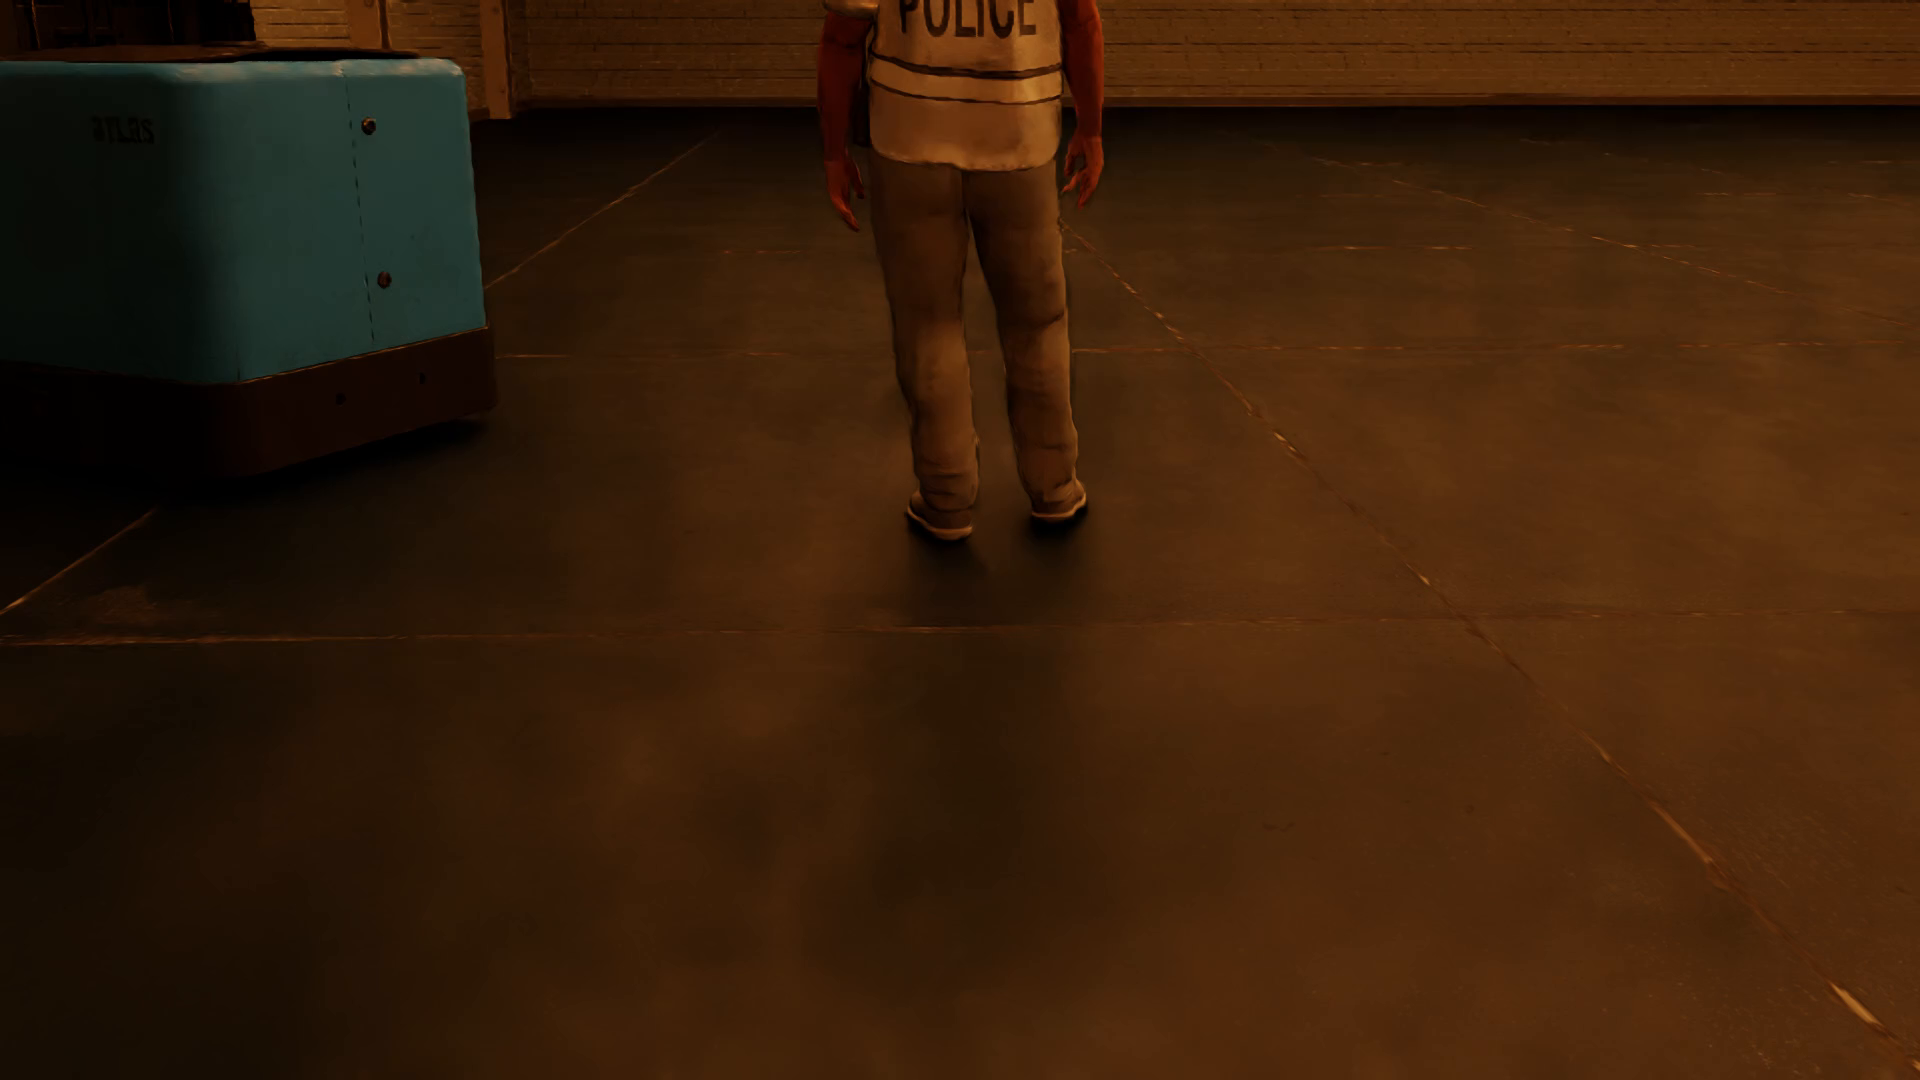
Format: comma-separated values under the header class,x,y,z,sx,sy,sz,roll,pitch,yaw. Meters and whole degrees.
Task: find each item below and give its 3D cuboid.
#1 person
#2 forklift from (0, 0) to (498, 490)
class,x,y,z,sx,sy,sz,roll,pitch,yaw
person,0.008,-0.882,3.730,0.640,1.780,0.575,-1,17,-3
forklift,-2.947,-1.805,4.809,3.031,2.935,1.130,8,19,24
